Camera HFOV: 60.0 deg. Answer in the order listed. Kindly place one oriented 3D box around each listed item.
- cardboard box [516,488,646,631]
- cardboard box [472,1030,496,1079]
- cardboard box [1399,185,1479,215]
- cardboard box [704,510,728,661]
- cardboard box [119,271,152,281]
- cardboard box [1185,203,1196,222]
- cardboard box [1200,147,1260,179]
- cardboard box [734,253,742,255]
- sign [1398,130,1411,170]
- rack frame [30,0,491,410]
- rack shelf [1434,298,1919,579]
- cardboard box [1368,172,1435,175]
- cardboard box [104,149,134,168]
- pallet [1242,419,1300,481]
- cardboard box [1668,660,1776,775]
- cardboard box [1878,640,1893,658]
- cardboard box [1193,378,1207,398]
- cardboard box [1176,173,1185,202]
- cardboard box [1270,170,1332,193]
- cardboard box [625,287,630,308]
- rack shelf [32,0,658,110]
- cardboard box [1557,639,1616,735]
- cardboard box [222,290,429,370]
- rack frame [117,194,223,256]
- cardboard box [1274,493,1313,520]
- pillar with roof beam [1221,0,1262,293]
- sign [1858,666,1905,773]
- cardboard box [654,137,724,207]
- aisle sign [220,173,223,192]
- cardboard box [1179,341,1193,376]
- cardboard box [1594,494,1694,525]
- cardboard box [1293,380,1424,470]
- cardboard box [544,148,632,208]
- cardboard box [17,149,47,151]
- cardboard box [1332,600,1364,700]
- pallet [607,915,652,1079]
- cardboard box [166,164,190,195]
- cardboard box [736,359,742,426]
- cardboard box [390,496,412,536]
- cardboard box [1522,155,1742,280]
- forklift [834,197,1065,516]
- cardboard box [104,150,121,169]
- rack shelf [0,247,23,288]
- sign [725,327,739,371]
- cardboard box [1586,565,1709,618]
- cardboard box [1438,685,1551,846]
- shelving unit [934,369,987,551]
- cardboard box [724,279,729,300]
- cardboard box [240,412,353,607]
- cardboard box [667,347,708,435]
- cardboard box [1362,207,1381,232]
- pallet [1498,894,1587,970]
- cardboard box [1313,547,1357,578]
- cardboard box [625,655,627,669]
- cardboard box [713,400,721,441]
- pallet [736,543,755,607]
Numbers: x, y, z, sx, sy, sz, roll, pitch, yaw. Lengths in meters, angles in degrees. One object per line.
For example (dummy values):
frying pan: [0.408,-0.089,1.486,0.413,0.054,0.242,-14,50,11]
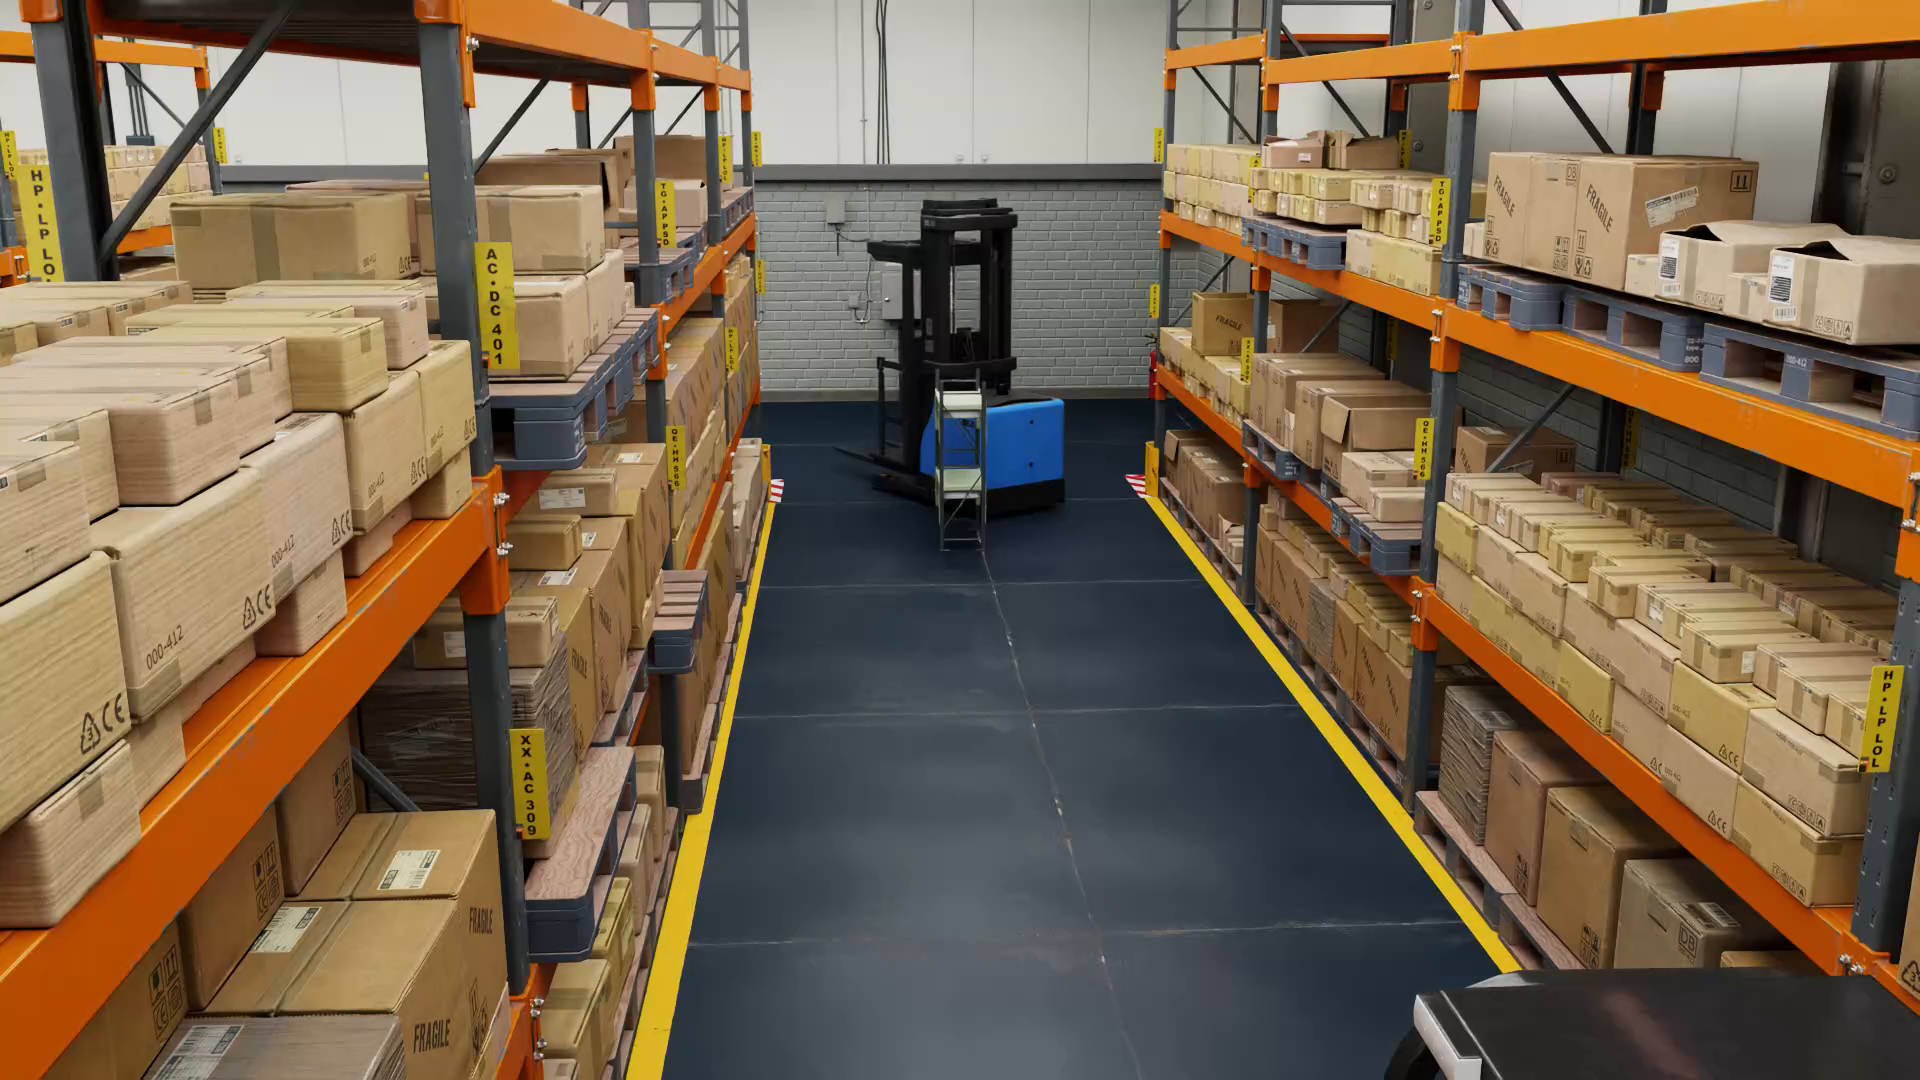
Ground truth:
cardboard box: [-1.607,0.082,7.049,0.500,0.500,0.500,-2,15,-7]
cardboard box: [-1.394,1.368,4.193,0.380,0.149,0.250,-1,14,-2]
cardboard box: [2.671,-1.893,9.249,0.380,0.149,0.250,-1,14,-5]
cardboard box: [-2.054,0.323,11.172,0.875,0.875,0.875,0,14,-2]
cardboard box: [-7.033,-1.953,13.794,0.500,0.500,0.500,-1,14,-5]
cardboard box: [2.235,-2.943,14.930,0.380,0.149,0.250,-1,14,-4]
cardboard box: [2.346,-3.226,14.227,0.500,0.250,0.500,0,14,-2]
cardboard box: [-2.262,-2.636,15.741,0.380,0.149,0.250,-1,14,-3]
sign: [3.271,-2.861,12.278,0.100,0.325,0.005,-1,14,-3]
rack frame: [-1.740,-1.796,3.947,1.000,3.000,0.127,-1,14,-3]
rack shelf: [3.090,-0.570,6.645,1.077,0.370,4.000,-1,14,-3]
cardboard box: [2.913,-2.355,11.005,0.380,0.149,0.250,-1,14,-5]
cardboard box: [-7.031,-3.127,13.639,0.380,0.149,0.250,-1,14,-5]
pallet: [2.658,-0.664,11.974,1.003,0.211,1.213,-1,14,-3]
cardboard box: [2.889,0.616,5.908,0.500,0.250,0.500,-1,14,-5]
cardboard box: [3.427,0.449,5.759,0.380,0.149,0.250,-1,14,-4]
cardboard box: [2.283,-1.358,14.791,0.380,0.149,0.250,-1,14,-2]
cardboard box: [2.277,-3.236,15.267,0.500,0.250,0.500,-1,14,-2]
cardboard box: [2.359,-2.475,11.468,0.380,0.149,0.250,-1,14,-4]
cardboard box: [-1.736,-1.080,7.687,0.380,0.149,0.250,-1,14,-3]
rack shelf: [-1.864,-1.751,6.020,1.077,0.370,4.000,-1,14,-3]
cardboard box: [2.845,0.606,6.952,0.500,0.250,0.500,0,14,-2]
cardboard box: [-1.410,-0.469,3.713,0.380,0.149,0.250,-1,14,-5]
rack frame: [-7.418,-1.773,15.899,1.000,3.000,0.127,-1,14,-3]
cardboard box: [2.538,-0.251,12.259,0.380,0.149,0.250,-2,15,-6]
pillar with roof beam: [-1.094,-5.476,18.249,9.100,9.000,0.400,-1,14,-3]
sign: [2.672,0.520,4.819,0.100,0.325,0.005,-1,14,-3]
cardboard box: [-2.063,-2.783,12.557,0.500,0.500,0.500,-1,14,-2]
aisle sign: [-7.123,-3.055,15.664,0.394,0.787,0.004,-1,14,-3]
cardboard box: [2.295,-1.655,15.145,0.500,0.250,0.500,-1,14,-4]
cardboard box: [3.271,-0.119,7.966,0.380,0.149,0.250,-1,14,-3]
cardboard box: [2.605,-0.762,10.924,0.700,0.500,0.500,-1,14,-4]
cardboard box: [-2.471,-2.361,11.119,0.500,0.500,0.500,-1,14,-4]
cardboard box: [-7.559,-3.118,13.602,0.380,0.149,0.250,0,14,-2]
cardboard box: [2.669,0.688,10.507,0.500,0.500,0.500,0,14,-1]
pallet: [-1.869,1.962,6.976,1.003,0.211,1.213,-1,14,-3]
cardboard box: [-7.103,-3.158,14.557,0.500,0.250,0.500,-1,14,-5]
cardboard box: [-2.031,-1.174,13.371,0.500,0.500,0.500,-1,14,-3]
cardboard box: [-1.489,-0.084,3.816,0.380,0.149,0.250,-1,14,-3]
cardboard box: [2.898,-1.408,7.215,0.700,0.500,0.500,-1,14,-5]
forklift: [-0.236,-1.958,16.754,1.130,2.935,3.031,-10,17,-34]
cardboard box: [-7.010,-3.062,13.387,0.380,0.149,0.250,-1,14,-5]
rack shelf: [-7.046,-1.385,9.815,1.077,0.370,4.000,-1,14,-3]
sign: [-1.695,-1.413,12.335,0.100,0.325,0.005,-1,14,-3]
cardboard box: [2.768,0.206,6.704,0.380,0.149,0.250,-1,14,-5]
cardboard box: [2.991,1.139,8.502,0.875,0.625,0.625,0,14,-2]
shelving unit: [0.000,-0.725,14.833,0.431,1.500,0.755,-1,14,-3]
cardboard box: [-2.041,-1.999,13.265,0.380,0.149,0.250,-1,14,-4]
cardboard box: [-1.395,-0.056,2.910,0.500,0.250,0.500,-1,14,-4]
cardboard box: [-1.860,-0.922,10.383,0.500,0.500,0.500,-1,14,-3]
cardboard box: [2.650,-1.941,10.031,0.380,0.149,0.250,0,14,-2]
pallet: [3.050,1.896,7.235,1.003,0.211,1.213,-1,14,-3]
cardboard box: [2.618,0.152,11.286,0.380,0.149,0.250,0,14,-1]
cardboard box: [-1.558,0.495,6.744,0.380,0.149,0.250,-1,14,-5]
cardboard box: [-1.928,-0.820,11.489,0.500,0.250,0.500,-1,14,-2]
pallet: [-2.205,0.280,13.514,1.003,0.211,1.213,-1,14,-3]
